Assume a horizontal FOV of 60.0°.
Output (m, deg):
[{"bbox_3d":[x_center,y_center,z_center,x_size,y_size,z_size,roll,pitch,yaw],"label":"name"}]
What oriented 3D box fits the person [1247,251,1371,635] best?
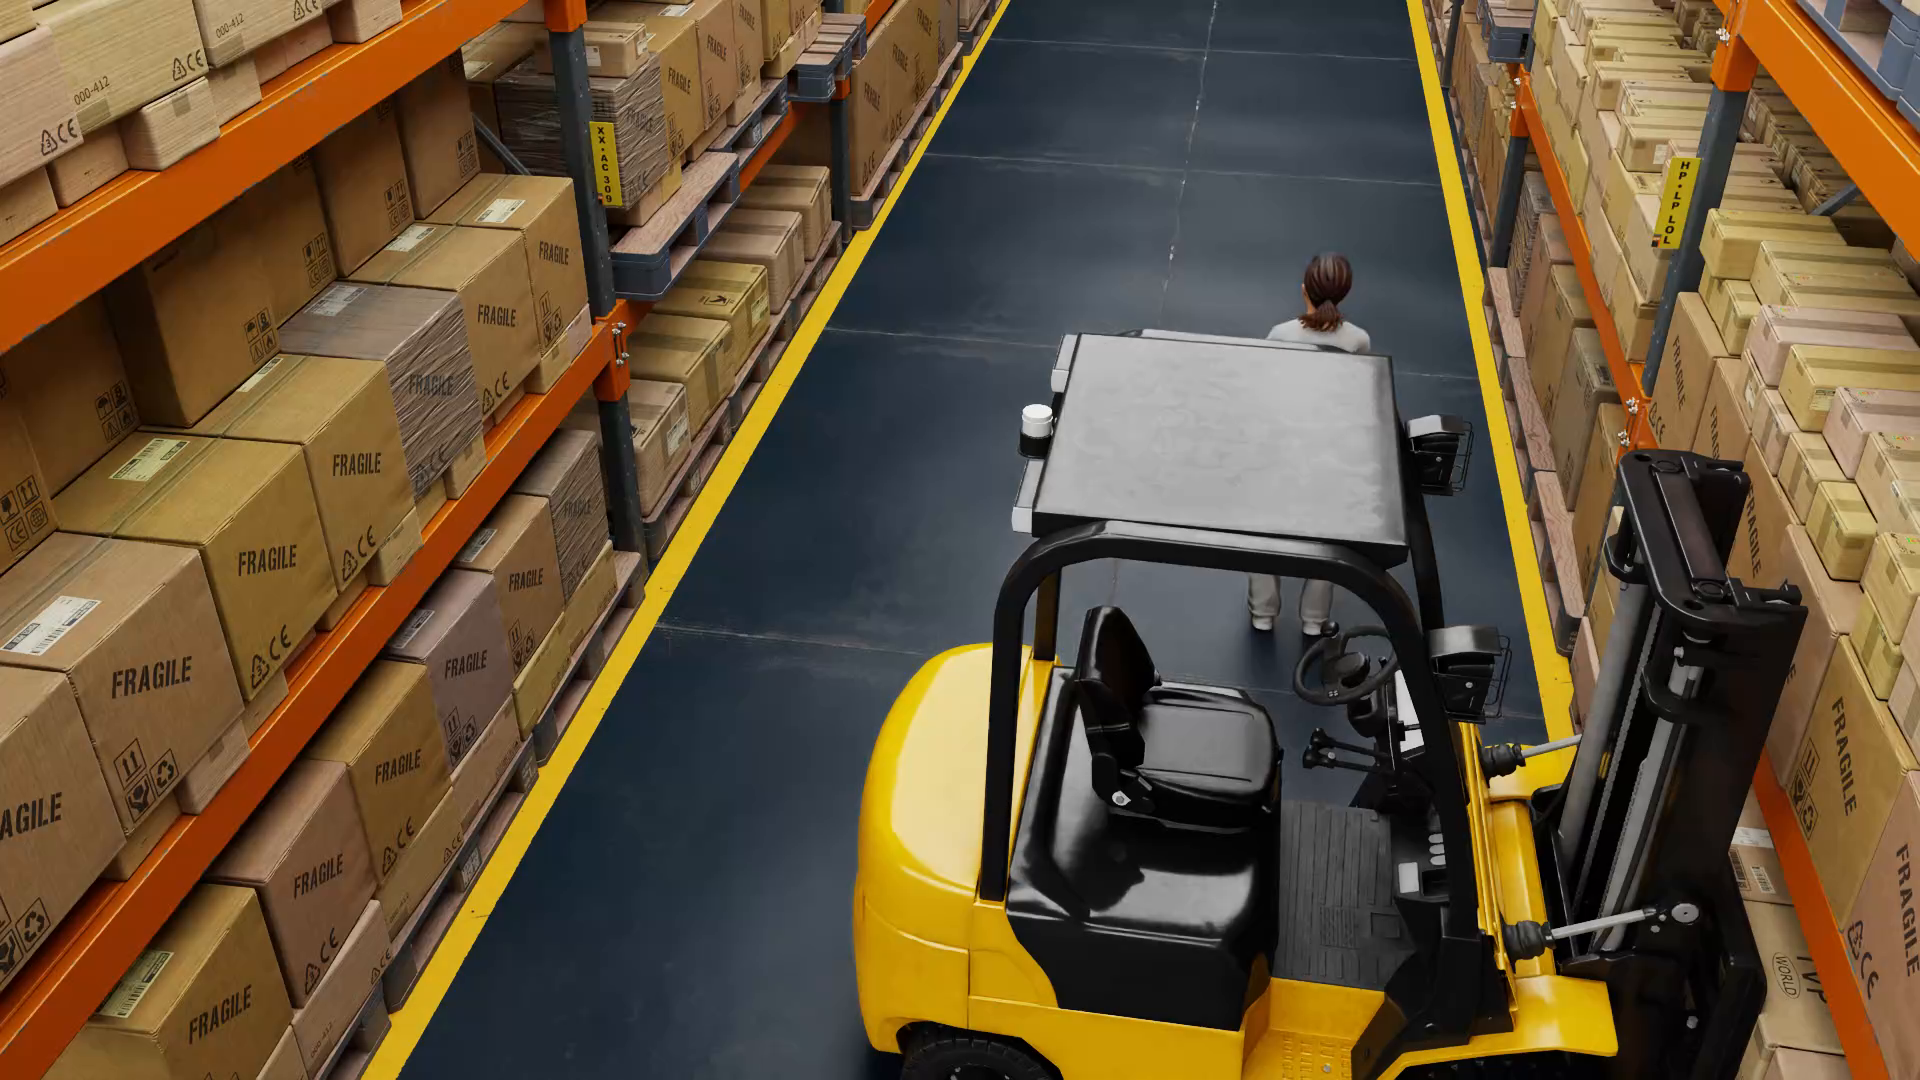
[{"bbox_3d":[1.413,-0.410,6.797,0.411,1.666,0.506,5,33,7],"label":"person"}]
